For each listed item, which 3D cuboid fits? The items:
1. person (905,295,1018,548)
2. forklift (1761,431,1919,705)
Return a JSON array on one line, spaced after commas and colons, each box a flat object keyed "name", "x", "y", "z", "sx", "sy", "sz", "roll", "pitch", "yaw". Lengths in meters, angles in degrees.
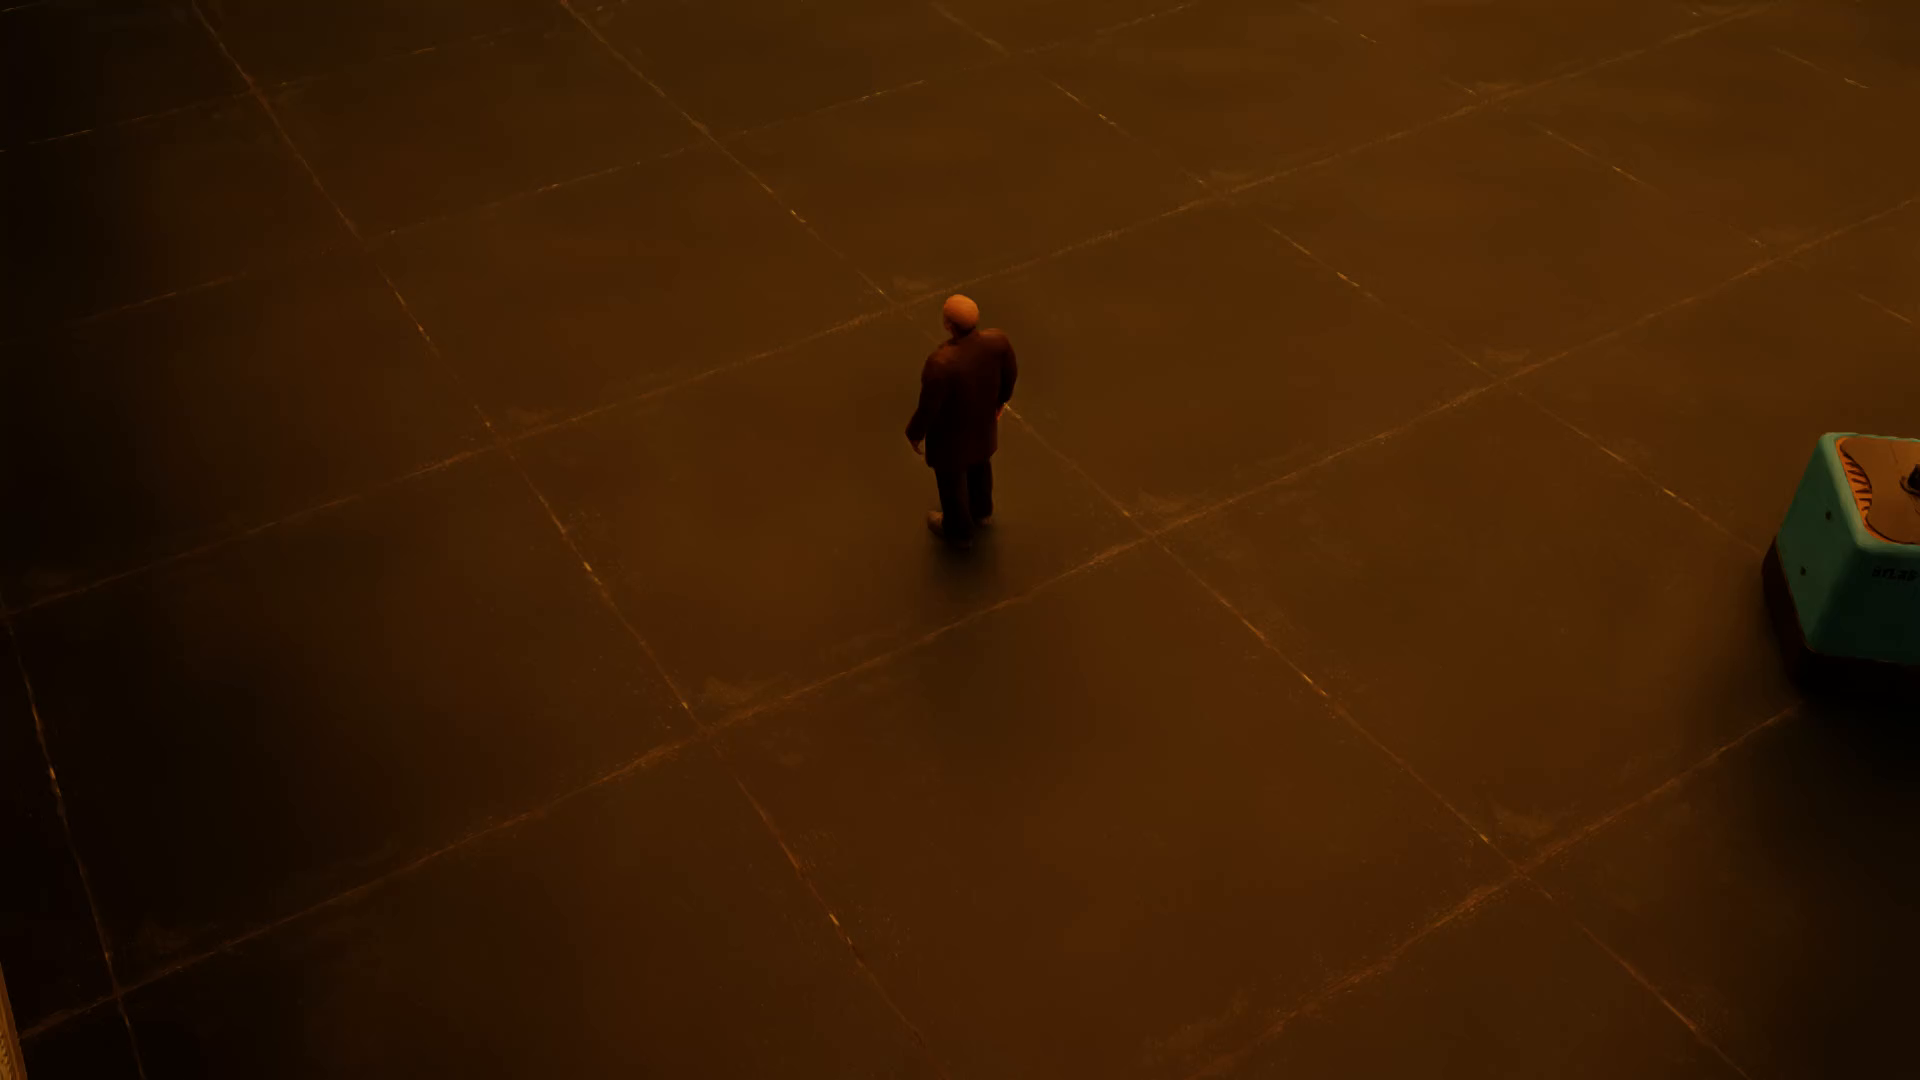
[{"name": "person", "x": -0.045, "y": -0.727, "z": 9.569, "sx": 0.694, "sy": 1.776, "sz": 0.580, "roll": -23, "pitch": 46, "yaw": -24}, {"name": "forklift", "x": 6.132, "y": -0.425, "z": 8.357, "sx": 3.031, "sy": 2.935, "sz": 1.130, "roll": 7, "pitch": 42, "yaw": 7}]
